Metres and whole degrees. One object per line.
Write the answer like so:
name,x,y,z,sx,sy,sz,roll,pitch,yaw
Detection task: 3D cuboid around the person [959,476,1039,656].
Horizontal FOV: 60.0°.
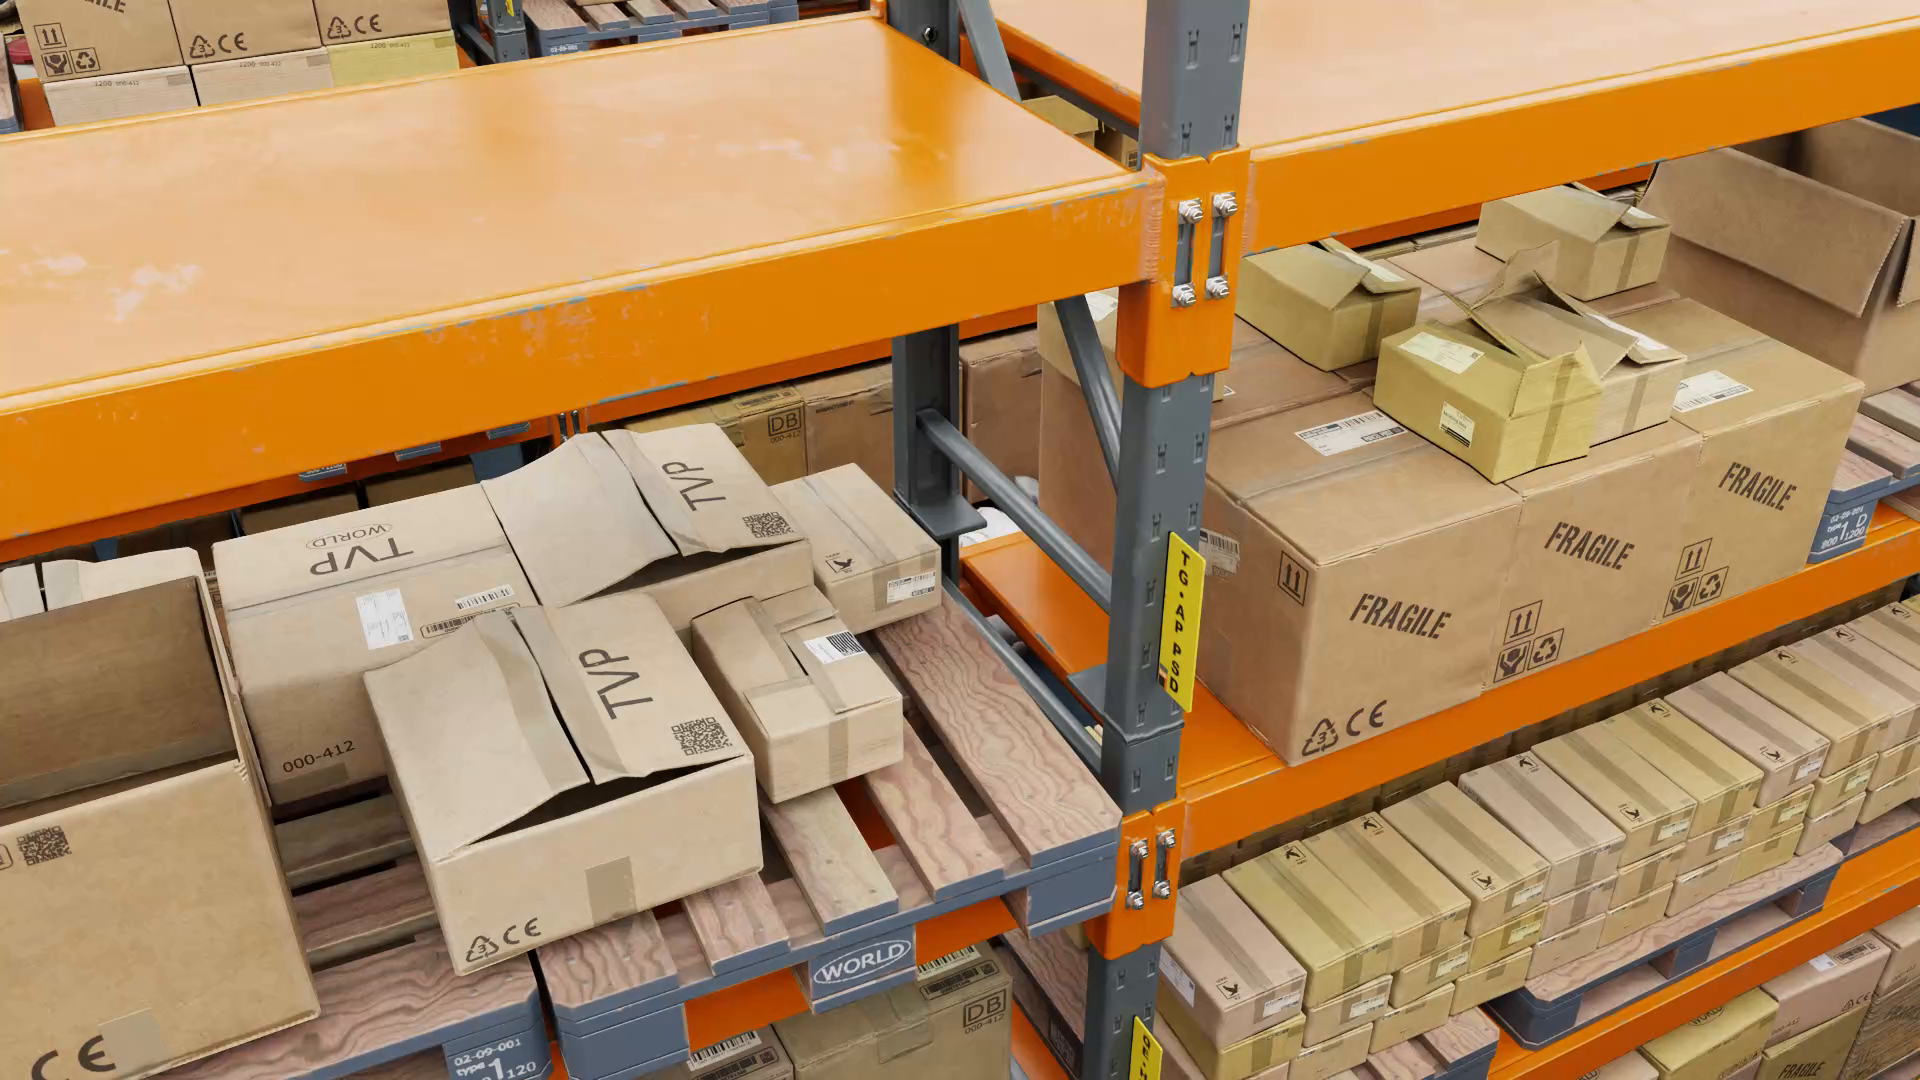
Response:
person,0.190,0.200,7.970,0.875,0.952,0.473,-17,37,-24
